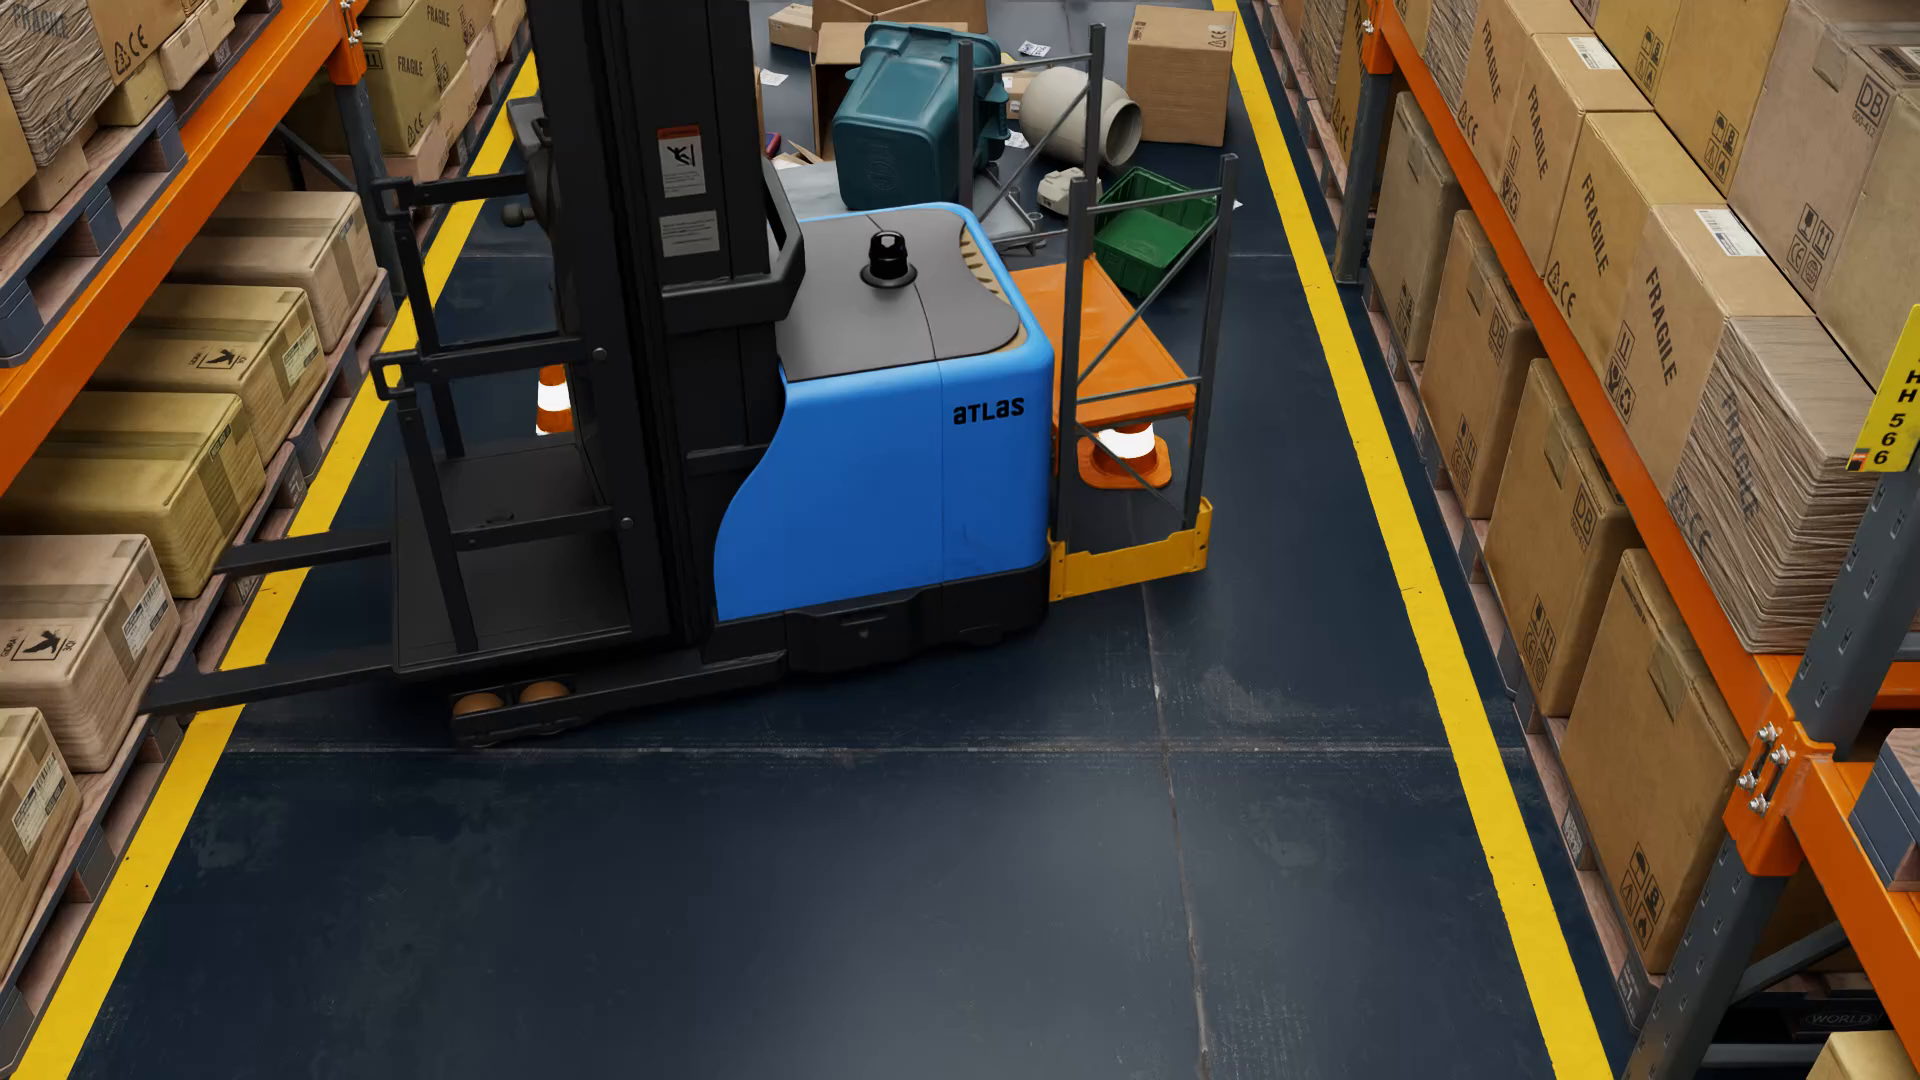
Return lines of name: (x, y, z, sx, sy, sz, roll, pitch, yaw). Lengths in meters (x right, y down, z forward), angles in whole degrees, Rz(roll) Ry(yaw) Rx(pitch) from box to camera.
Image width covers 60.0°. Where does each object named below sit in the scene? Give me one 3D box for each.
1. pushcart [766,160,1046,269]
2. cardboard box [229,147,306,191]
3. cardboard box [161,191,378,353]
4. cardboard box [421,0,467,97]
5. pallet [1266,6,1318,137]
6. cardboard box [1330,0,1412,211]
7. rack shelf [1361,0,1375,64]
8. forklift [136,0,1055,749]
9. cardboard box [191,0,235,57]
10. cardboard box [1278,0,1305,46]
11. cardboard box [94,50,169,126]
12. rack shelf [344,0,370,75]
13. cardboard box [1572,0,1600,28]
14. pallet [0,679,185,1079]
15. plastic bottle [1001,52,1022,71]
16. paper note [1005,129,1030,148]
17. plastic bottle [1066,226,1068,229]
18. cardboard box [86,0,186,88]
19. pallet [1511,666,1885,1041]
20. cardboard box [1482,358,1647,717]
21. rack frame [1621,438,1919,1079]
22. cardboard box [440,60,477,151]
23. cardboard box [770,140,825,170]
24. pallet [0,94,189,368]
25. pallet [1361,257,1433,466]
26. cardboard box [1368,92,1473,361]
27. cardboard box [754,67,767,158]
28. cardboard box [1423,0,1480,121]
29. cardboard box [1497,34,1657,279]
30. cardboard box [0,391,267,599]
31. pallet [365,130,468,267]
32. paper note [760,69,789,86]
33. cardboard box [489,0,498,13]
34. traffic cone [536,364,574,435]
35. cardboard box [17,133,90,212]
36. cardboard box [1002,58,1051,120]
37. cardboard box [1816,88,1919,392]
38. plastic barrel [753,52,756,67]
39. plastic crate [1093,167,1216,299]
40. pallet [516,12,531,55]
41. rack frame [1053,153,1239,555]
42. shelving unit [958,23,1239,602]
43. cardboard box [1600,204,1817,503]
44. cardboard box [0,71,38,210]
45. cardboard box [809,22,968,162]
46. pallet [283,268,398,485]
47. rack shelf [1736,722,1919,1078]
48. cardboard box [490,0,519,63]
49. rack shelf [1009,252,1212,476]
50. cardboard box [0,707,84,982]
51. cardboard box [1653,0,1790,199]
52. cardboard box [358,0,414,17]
pushcart: (-0.561, -1.240, 6.995, 1.648, 0.377, 0.936, -13, 40, -16)
cardboard box: (-3.110, -1.691, 7.324, 0.500, 0.250, 0.500, 2, 39, 2)
cardboard box: (-2.838, -1.041, 6.415, 0.950, 0.372, 0.625, 0, 39, 1)
cardboard box: (-2.584, -2.318, 7.507, 0.500, 0.500, 0.500, 1, 39, 2)
pallet: (2.182, -2.449, 8.637, 1.003, 0.211, 1.213, 0, 39, 0)
cardboard box: (2.178, -2.025, 7.241, 0.875, 0.875, 0.875, 1, 39, 1)
rack shelf: (2.107, -3.267, 8.003, 1.077, 0.370, 4.000, 0, 39, 0)
forklift: (-1.290, -0.891, 4.518, 3.031, 2.935, 1.130, -10, 40, -12)
cardboard box: (-2.545, -1.648, 5.273, 0.380, 0.149, 0.250, -1, 39, -1)
cardboard box: (2.174, -3.159, 8.656, 0.875, 0.875, 0.875, -1, 39, -1)
cardboard box: (-2.577, -1.336, 4.884, 0.380, 0.149, 0.250, 0, 39, 0)
rack shelf: (-2.843, -3.200, 7.920, 1.077, 0.370, 4.000, 0, 39, 0)
cardboard box: (2.118, -1.778, 4.690, 0.700, 0.500, 0.500, 0, 39, 0)
pallet: (-2.836, 0.871, 4.495, 1.003, 0.211, 1.213, 0, 39, 0)
plastic bottle: (0.245, -2.503, 8.825, 0.133, 0.061, 0.283, -13, 40, -16)
paper note: (0.278, -1.983, 8.206, 0.172, 0.023, 0.155, 13, 40, 15)
plastic bottle: (0.600, -1.322, 7.351, 0.133, 0.061, 0.283, -20, 43, -23)
cardboard box: (-2.614, -1.628, 4.729, 0.500, 0.500, 0.500, 1, 39, 1)
pallet: (2.188, 0.800, 4.583, 1.003, 0.211, 1.213, 0, 39, 0)
cardboard box: (2.199, -0.009, 4.826, 1.050, 0.750, 0.750, 1, 39, 1)
rack frame: (2.117, 0.205, 3.096, 0.949, 2.616, 0.053, 0, 39, 0)
cardboard box: (-2.583, -2.024, 7.740, 0.500, 0.250, 0.500, 2, 39, 3)
cardboard box: (-0.696, -1.674, 7.627, 0.258, 0.266, 0.396, -28, 46, -30)
pallet: (-2.879, -0.892, 4.617, 1.003, 0.211, 1.213, 0, 39, 0)
pallet: (2.185, -0.726, 6.487, 1.003, 0.211, 1.213, 0, 39, 0)
cardboard box: (2.200, -1.195, 6.305, 1.050, 0.750, 0.750, 0, 39, 0)
cardboard box: (-1.061, -1.570, 6.704, 0.500, 0.500, 0.500, 0, 39, 0)
cardboard box: (1.842, -1.691, 5.382, 0.500, 0.500, 0.500, 0, 39, 0)
cardboard box: (1.840, -1.061, 4.595, 0.500, 0.500, 0.500, 1, 39, 1)
cardboard box: (-2.831, -0.156, 5.312, 0.950, 0.372, 0.625, 1, 39, 1)
pallet: (-2.877, -1.562, 7.530, 1.003, 0.211, 1.213, 0, 39, 0)
paper note: (-1.003, -2.447, 8.789, 0.148, 0.019, 0.142, 13, 40, 15)
cardboard box: (-2.586, -2.972, 8.324, 0.500, 0.500, 0.500, -1, 39, -1)
traffic cone: (-1.439, -0.466, 5.961, 0.336, 0.463, 0.334, 0, 39, 0)
cardboard box: (-2.604, -1.009, 4.475, 0.380, 0.149, 0.250, 1, 39, 1)
cardboard box: (0.265, -2.304, 8.412, 0.396, 0.266, 0.258, 6, 39, 8)
cardboard box: (2.123, -0.505, 3.103, 0.700, 0.500, 0.500, 0, 39, 0)
plastic barrel: (-1.329, -2.436, 8.451, 0.512, 0.421, 0.421, 28, 46, 30)
plastic crate: (0.799, -1.330, 7.213, 0.450, 0.188, 0.662, 27, 45, 16)
pallet: (-2.880, -3.088, 9.434, 1.003, 0.211, 1.213, 0, 39, 0)
rack frame: (0.547, -0.457, 5.121, 0.500, 1.500, 0.032, -11, 40, -14)
shelving unit: (0.394, -0.754, 5.492, 0.587, 1.500, 1.083, -11, 40, -14)
cardboard box: (1.845, -0.428, 3.805, 0.500, 0.500, 0.500, 0, 39, 0)
cardboard box: (-2.620, -0.987, 3.930, 0.500, 0.500, 0.500, 1, 39, 1)
cardboard box: (-0.302, -2.129, 7.896, 0.797, 0.637, 0.503, 0, 39, 0)
pallet: (-2.838, -0.655, 6.399, 1.003, 0.211, 1.213, 0, 39, 0)
rack shelf: (2.116, 1.736, 1.760, 1.077, 0.370, 4.000, 0, 39, 0)
cardboard box: (-2.577, -2.666, 8.541, 0.500, 0.250, 0.500, -1, 39, -2)
rack shelf: (0.391, -0.619, 5.611, 0.538, 0.185, 1.000, -11, 40, -14)
cardboard box: (-2.827, 0.780, 4.144, 0.950, 0.372, 0.625, -2, 39, -3)
cardboard box: (2.118, -1.143, 3.898, 0.700, 0.500, 0.500, -1, 39, -1)
cardboard box: (-2.512, -2.314, 6.984, 0.380, 0.149, 0.250, 0, 39, 1)
